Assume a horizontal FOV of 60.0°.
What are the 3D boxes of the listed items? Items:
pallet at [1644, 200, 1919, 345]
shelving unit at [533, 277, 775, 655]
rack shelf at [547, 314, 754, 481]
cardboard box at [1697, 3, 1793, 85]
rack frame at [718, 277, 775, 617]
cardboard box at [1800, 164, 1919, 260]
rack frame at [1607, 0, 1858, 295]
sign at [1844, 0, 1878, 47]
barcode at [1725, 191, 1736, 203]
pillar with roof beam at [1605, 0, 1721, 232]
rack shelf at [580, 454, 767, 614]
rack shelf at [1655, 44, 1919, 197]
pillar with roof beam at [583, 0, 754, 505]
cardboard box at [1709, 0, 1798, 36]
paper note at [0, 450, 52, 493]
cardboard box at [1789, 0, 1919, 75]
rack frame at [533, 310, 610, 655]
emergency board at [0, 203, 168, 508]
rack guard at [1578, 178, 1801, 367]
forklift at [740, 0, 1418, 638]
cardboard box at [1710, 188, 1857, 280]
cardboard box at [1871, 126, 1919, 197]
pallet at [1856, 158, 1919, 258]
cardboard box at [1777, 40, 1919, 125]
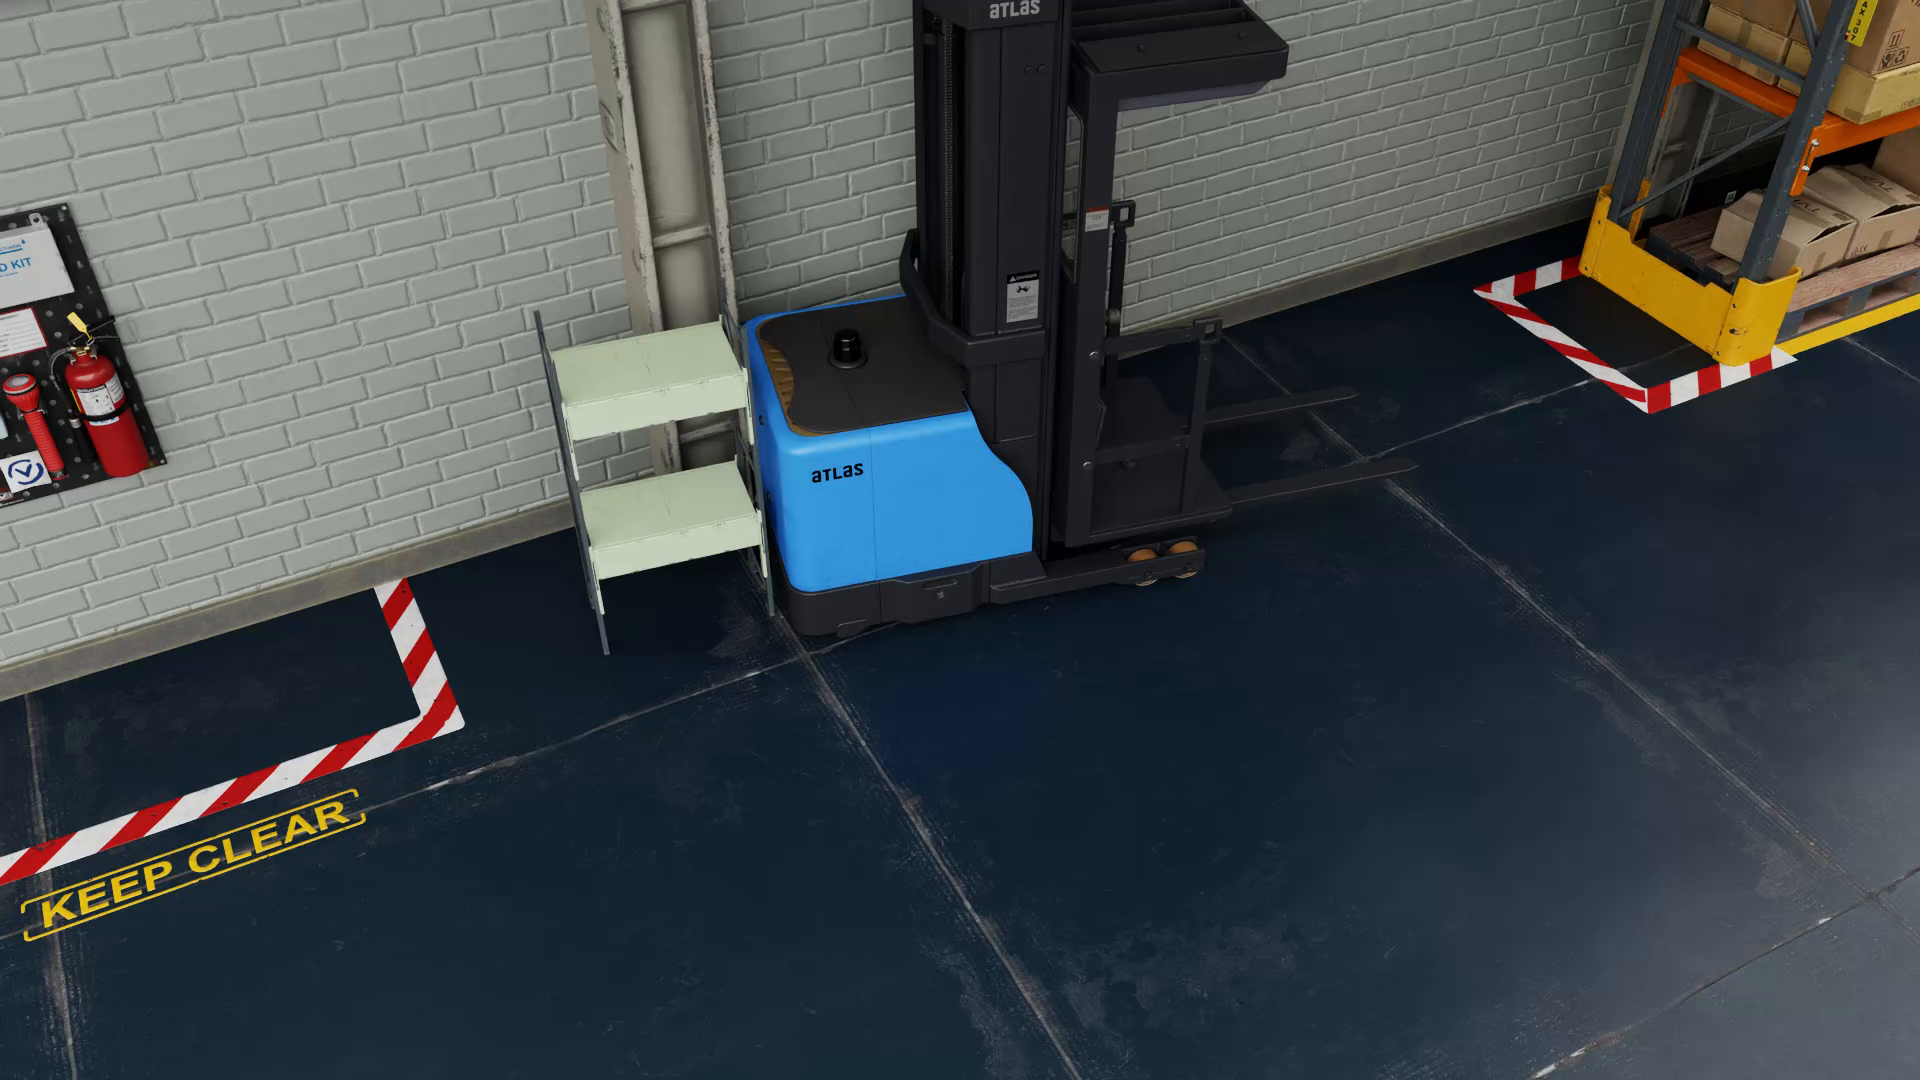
[{"bbox_3d":[4.699,-1.595,9.460,1.213,0.211,1.003,-19,44,-21],"label":"pallet"},{"bbox_3d":[-1.239,-0.278,6.907,0.755,1.500,0.431,-13,42,-15],"label":"shelving unit"},{"bbox_3d":[-1.239,-0.576,6.655,0.720,0.370,0.431,-13,42,-15],"label":"rack shelf"},{"bbox_3d":[4.219,-2.615,8.608,0.500,0.250,0.500,-18,43,-20],"label":"cardboard box"},{"bbox_3d":[-0.894,-0.357,7.000,0.023,1.500,0.400,-13,42,-15],"label":"rack frame"},{"bbox_3d":[5.055,-1.881,9.380,0.500,0.311,0.500,-15,43,-17],"label":"cardboard box"},{"bbox_3d":[3.894,-2.414,8.270,0.127,3.000,1.000,-19,44,-21],"label":"rack frame"},{"bbox_3d":[4.145,-2.434,7.623,0.005,0.325,0.100,-19,44,-21],"label":"sign"},{"bbox_3d":[4.381,-1.949,9.453,0.075,0.075,0.001,-19,44,-21],"label":"barcode"},{"bbox_3d":[6.104,-2.942,4.249,0.400,9.000,9.100,-19,44,-21],"label":"pillar with roof beam"},{"bbox_3d":[-1.239,-0.030,7.118,0.720,0.370,0.431,-13,42,-15],"label":"rack shelf"},{"bbox_3d":[5.668,-2.737,9.207,4.000,0.370,1.077,-19,44,-21],"label":"rack shelf"},{"bbox_3d":[0.783,-1.151,2.134,0.400,9.000,9.100,-19,44,-21],"label":"pillar with roof beam"},{"bbox_3d":[4.214,-2.914,8.379,0.500,0.500,0.500,-19,44,-21],"label":"cardboard box"},{"bbox_3d":[-3.604,-0.263,6.410,0.142,0.148,0.016,-19,44,-21],"label":"paper note"},{"bbox_3d":[4.457,-2.621,8.034,0.500,0.500,0.500,-19,44,-21],"label":"cardboard box"},{"bbox_3d":[-1.584,-0.200,6.814,0.023,1.500,0.400,-13,42,-15],"label":"rack frame"},{"bbox_3d":[-3.415,-0.613,6.141,0.643,1.169,0.194,-19,44,-21],"label":"emergency board"},{"bbox_3d":[3.962,-1.483,9.104,0.348,0.500,1.175,-19,44,-21],"label":"rack guard"},{"bbox_3d":[0.606,-1.231,6.925,3.031,2.935,1.130,-11,41,-12],"label":"forklift"},{"bbox_3d":[4.549,-1.711,9.179,0.500,0.311,0.500,-24,46,-25],"label":"cardboard box"},{"bbox_3d":[5.729,-2.144,9.544,0.500,0.500,0.700,-21,45,-23],"label":"cardboard box"},{"bbox_3d":[5.779,-1.957,9.887,1.213,0.211,1.003,-19,44,-21],"label":"pallet"},{"bbox_3d":[4.474,-2.329,8.269,0.500,0.250,0.500,-20,44,-22],"label":"cardboard box"}]
